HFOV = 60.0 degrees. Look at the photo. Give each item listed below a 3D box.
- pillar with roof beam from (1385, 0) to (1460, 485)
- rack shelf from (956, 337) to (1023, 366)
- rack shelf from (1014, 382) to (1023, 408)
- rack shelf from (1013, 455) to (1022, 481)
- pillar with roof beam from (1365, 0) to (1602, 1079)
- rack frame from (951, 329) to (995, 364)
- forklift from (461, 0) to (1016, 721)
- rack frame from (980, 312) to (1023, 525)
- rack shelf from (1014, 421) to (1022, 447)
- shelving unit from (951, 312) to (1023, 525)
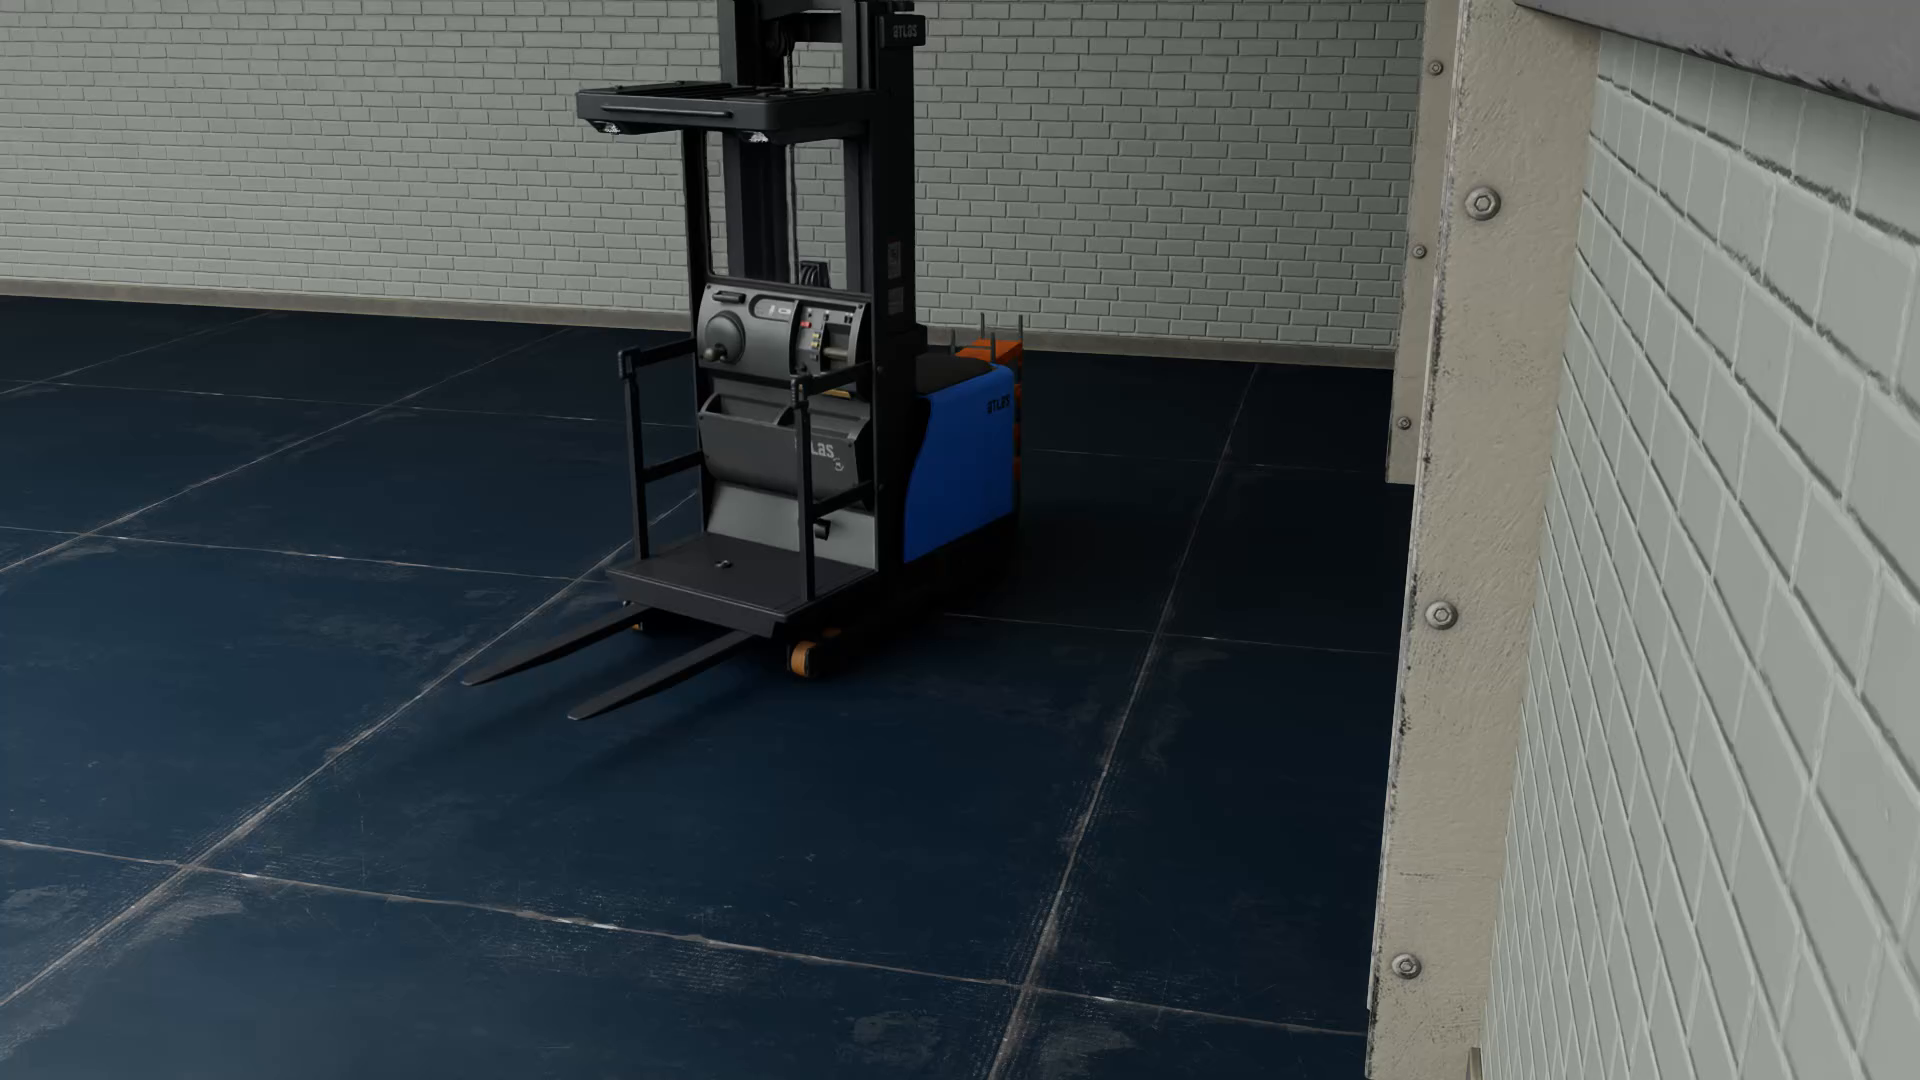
[{"bbox_3d":[-1.361,-5.003,9.911,9.100,9.000,0.400,5,19,13],"label":"pillar with roof beam"},{"bbox_3d":[0.147,-0.967,8.945,0.258,0.148,0.480,6,20,18],"label":"rack shelf"},{"bbox_3d":[0.147,-0.743,9.022,0.258,0.148,0.480,6,20,18],"label":"rack shelf"},{"bbox_3d":[0.147,-0.343,9.158,0.258,0.148,0.480,6,20,18],"label":"rack shelf"},{"bbox_3d":[-2.827,-3.122,4.406,9.100,9.000,0.400,5,19,13],"label":"pillar with roof beam"},{"bbox_3d":[0.068,-0.520,8.854,0.240,1.200,0.015,6,20,18],"label":"rack frame"},{"bbox_3d":[-0.936,-0.946,7.421,1.130,2.935,3.031,12,22,31],"label":"forklift"},{"bbox_3d":[0.226,-0.669,9.291,0.240,1.200,0.015,6,20,18],"label":"rack frame"},{"bbox_3d":[0.147,-0.531,9.094,0.258,0.148,0.480,6,20,18],"label":"rack shelf"},{"bbox_3d":[0.147,-0.595,9.072,0.258,1.200,0.503,6,20,18],"label":"shelving unit"}]
